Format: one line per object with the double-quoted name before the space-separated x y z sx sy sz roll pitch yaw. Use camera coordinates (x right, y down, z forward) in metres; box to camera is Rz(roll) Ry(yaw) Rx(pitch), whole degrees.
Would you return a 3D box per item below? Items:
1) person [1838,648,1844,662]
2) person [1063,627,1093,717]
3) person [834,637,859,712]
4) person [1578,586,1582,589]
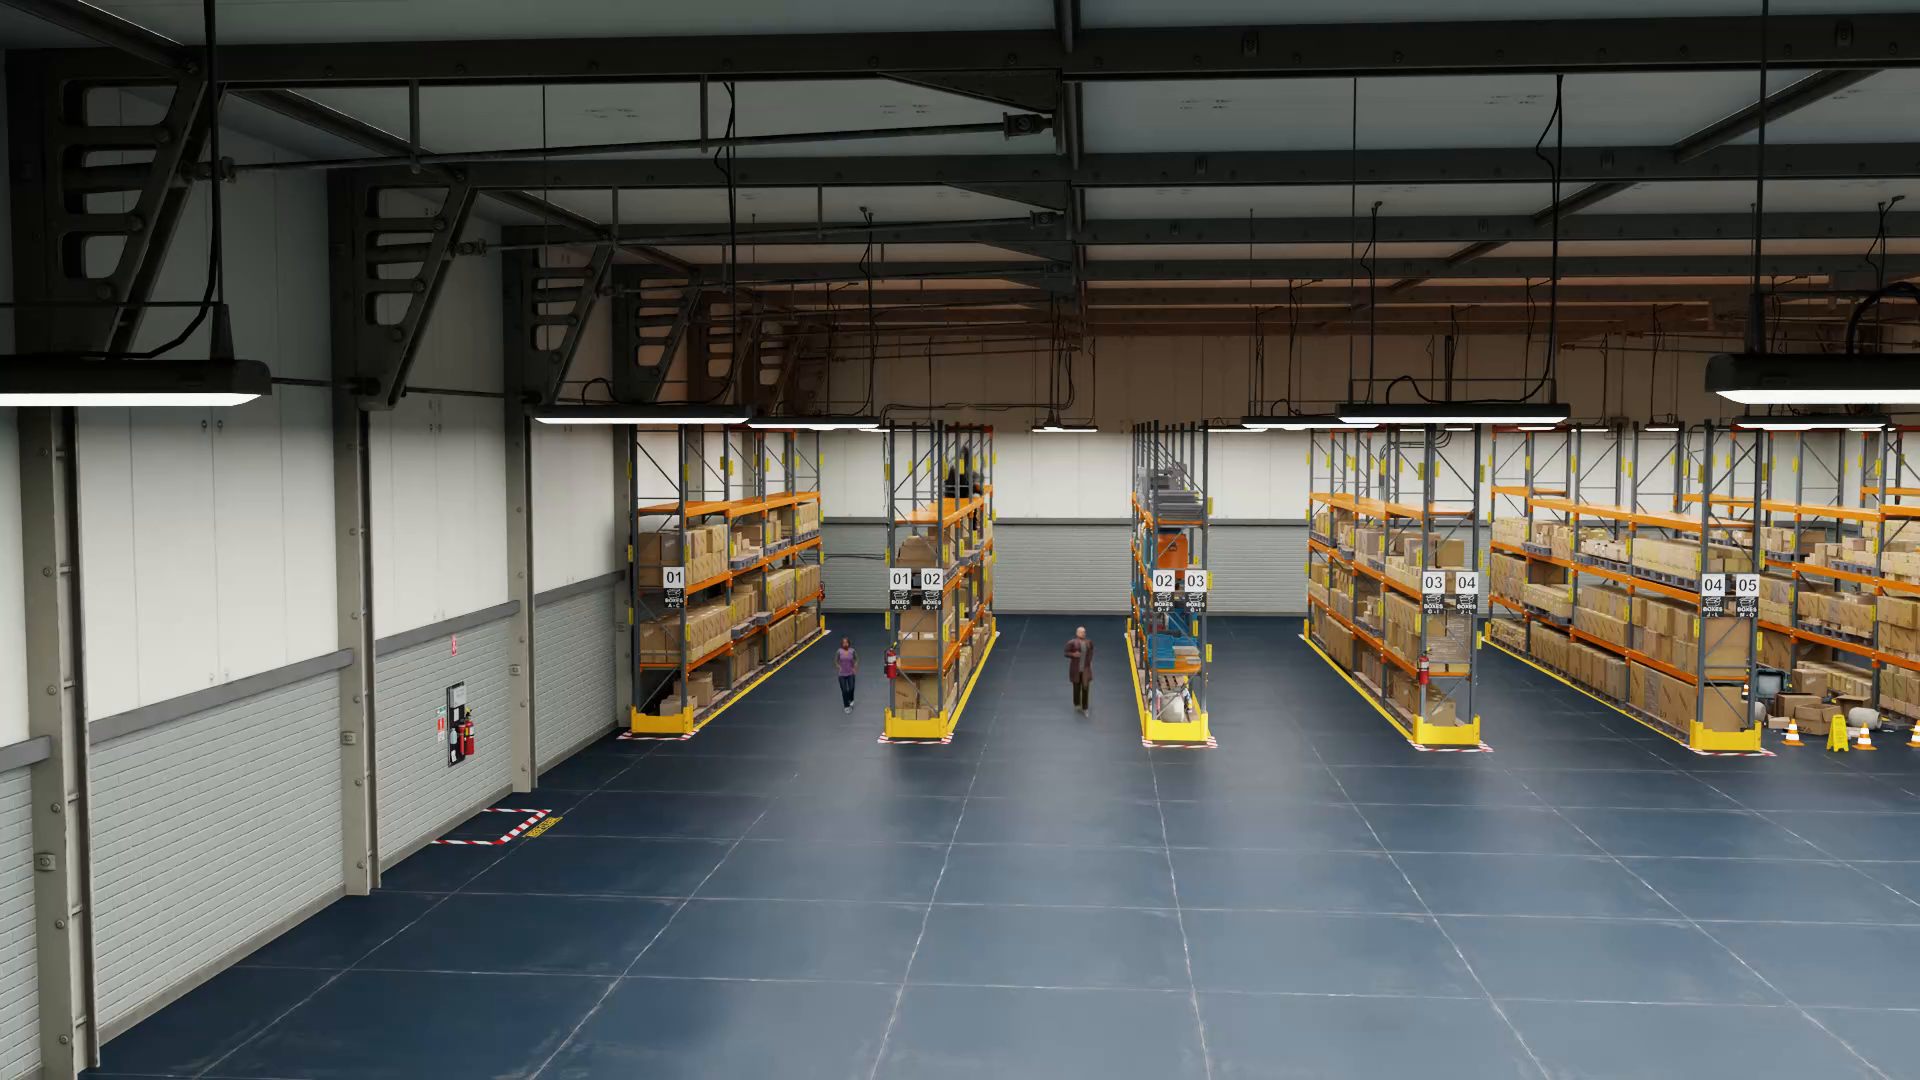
"person" 21.102 2.303 40.073 0.667 1.732 0.654 0 4 6
"person" 2.433 2.697 34.019 0.668 1.857 0.858 0 4 -7
"person" -2.322 2.776 34.102 0.508 1.557 0.555 0 4 -4
"person" 16.551 2.067 44.393 0.585 1.675 0.641 1 4 8
